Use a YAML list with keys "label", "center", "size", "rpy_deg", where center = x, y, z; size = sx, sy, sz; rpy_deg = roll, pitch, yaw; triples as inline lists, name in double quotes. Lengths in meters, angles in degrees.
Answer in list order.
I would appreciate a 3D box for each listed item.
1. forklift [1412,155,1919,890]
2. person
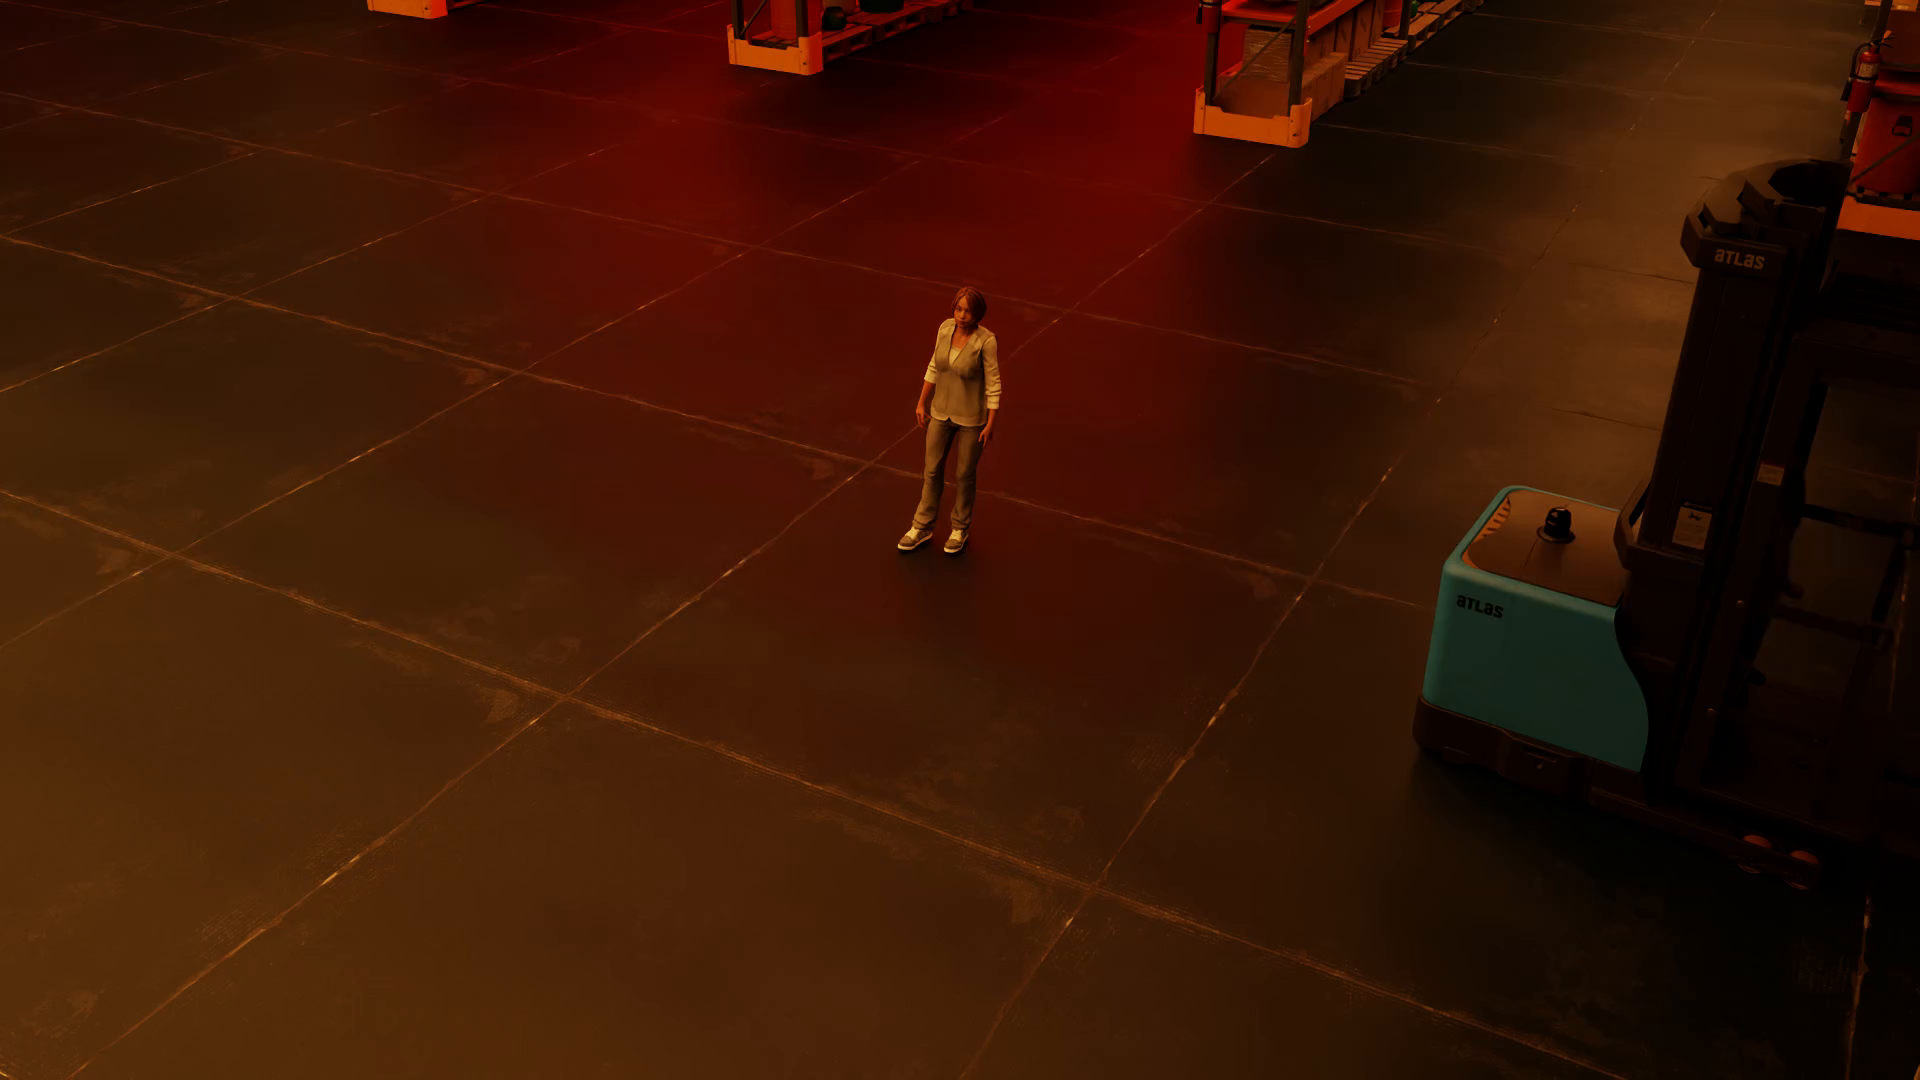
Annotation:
- label: "forklift"
  center: [3.743, -0.034, 7.129]
  size: [3.031, 2.935, 1.130]
  rpy_deg: [18, 35, 28]
- label: "person"
  center: [-0.049, -0.669, 9.549]
  size: [0.520, 1.599, 0.473]
  rpy_deg: [15, 33, 25]
